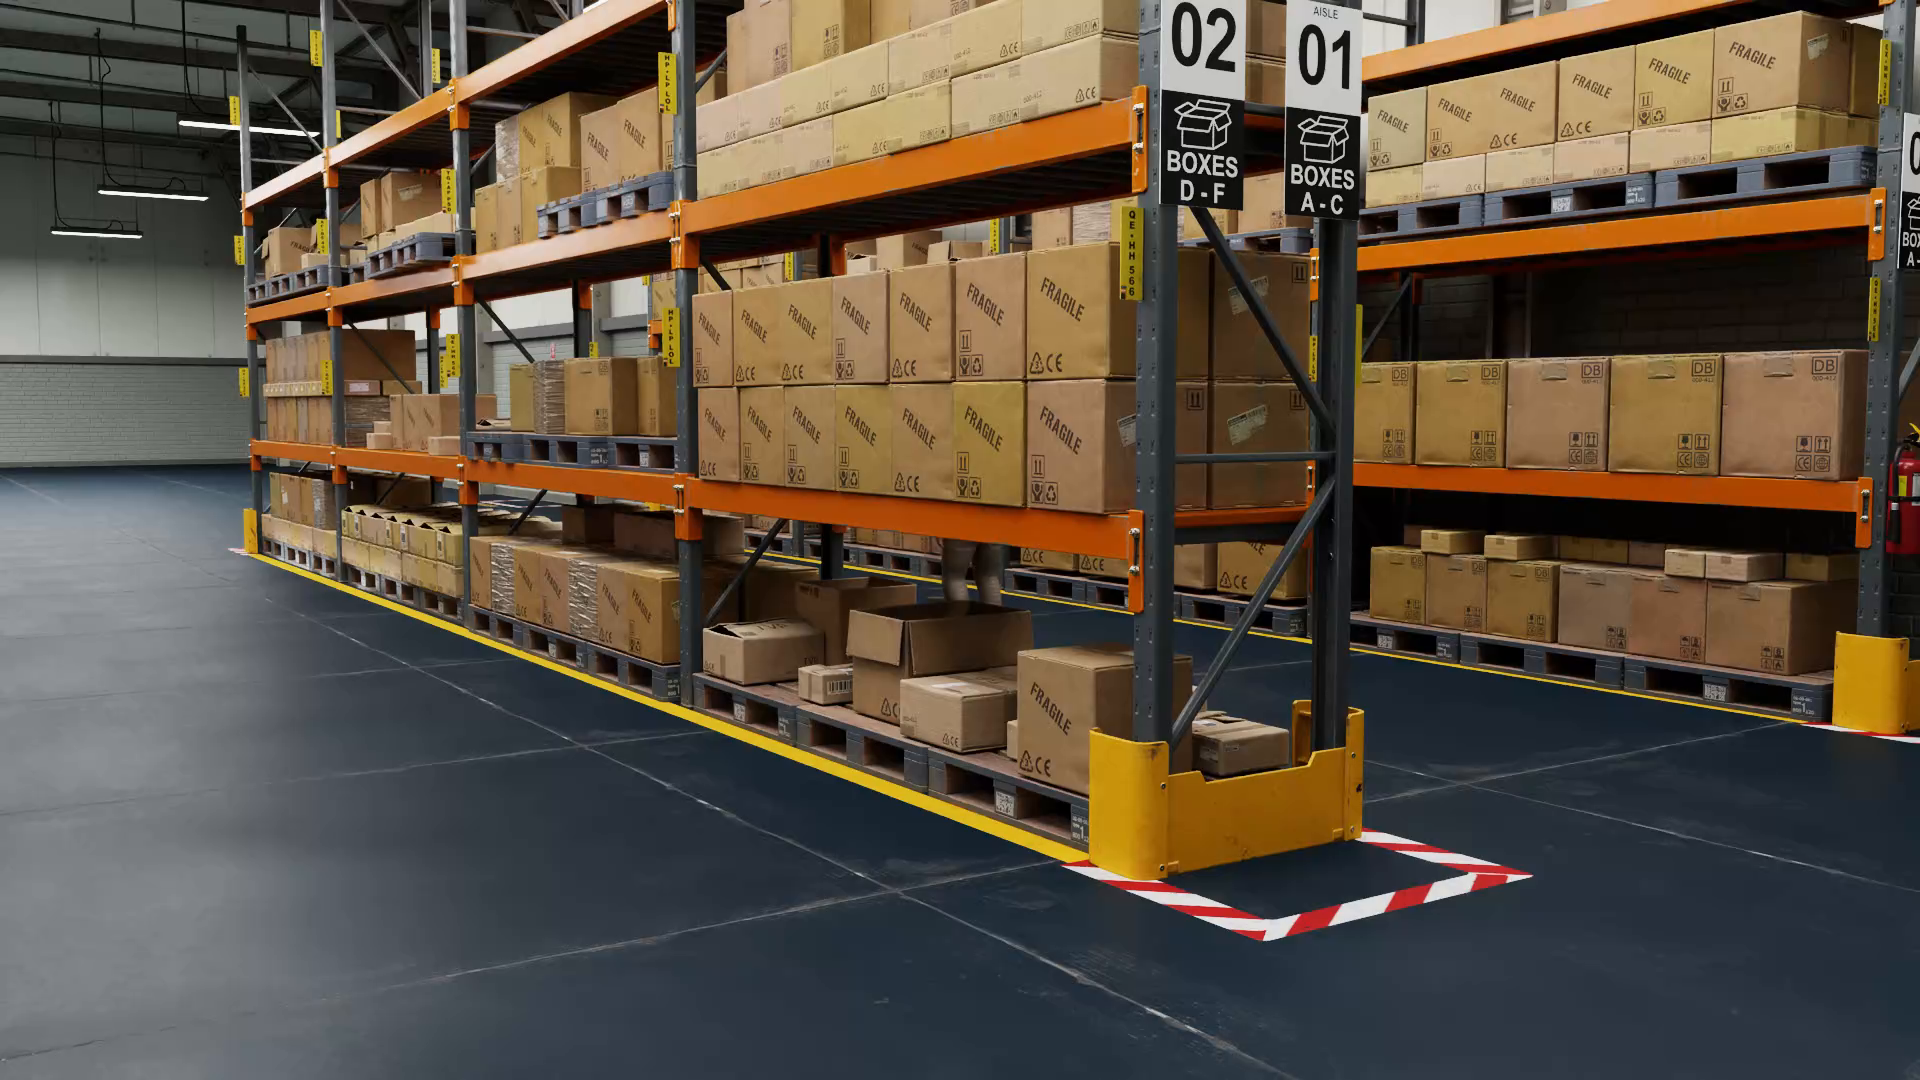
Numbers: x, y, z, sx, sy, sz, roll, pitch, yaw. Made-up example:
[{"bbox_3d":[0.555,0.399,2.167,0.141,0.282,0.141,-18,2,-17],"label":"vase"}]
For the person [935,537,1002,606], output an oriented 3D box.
[{"bbox_3d":[0.070,-0.098,11.627,0.593,1.725,0.393,-3,6,-37],"label":"person"}]
